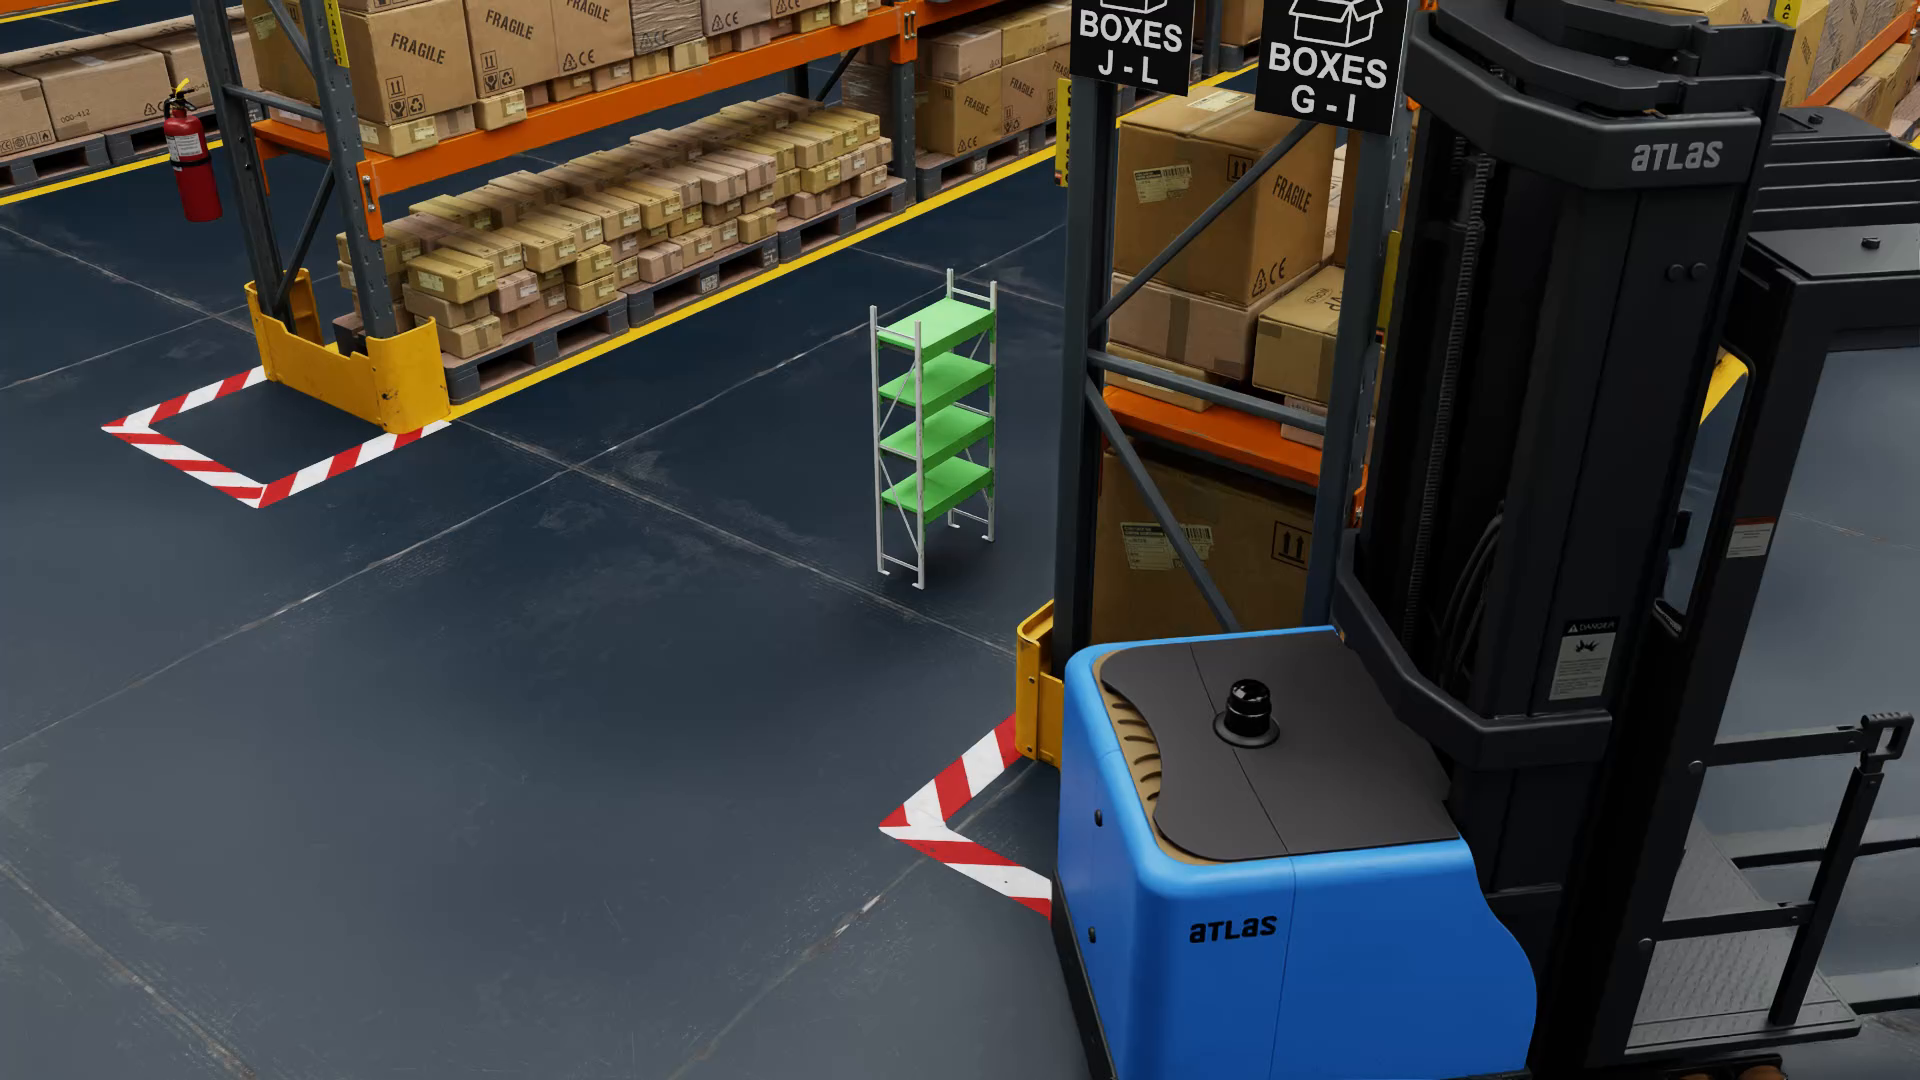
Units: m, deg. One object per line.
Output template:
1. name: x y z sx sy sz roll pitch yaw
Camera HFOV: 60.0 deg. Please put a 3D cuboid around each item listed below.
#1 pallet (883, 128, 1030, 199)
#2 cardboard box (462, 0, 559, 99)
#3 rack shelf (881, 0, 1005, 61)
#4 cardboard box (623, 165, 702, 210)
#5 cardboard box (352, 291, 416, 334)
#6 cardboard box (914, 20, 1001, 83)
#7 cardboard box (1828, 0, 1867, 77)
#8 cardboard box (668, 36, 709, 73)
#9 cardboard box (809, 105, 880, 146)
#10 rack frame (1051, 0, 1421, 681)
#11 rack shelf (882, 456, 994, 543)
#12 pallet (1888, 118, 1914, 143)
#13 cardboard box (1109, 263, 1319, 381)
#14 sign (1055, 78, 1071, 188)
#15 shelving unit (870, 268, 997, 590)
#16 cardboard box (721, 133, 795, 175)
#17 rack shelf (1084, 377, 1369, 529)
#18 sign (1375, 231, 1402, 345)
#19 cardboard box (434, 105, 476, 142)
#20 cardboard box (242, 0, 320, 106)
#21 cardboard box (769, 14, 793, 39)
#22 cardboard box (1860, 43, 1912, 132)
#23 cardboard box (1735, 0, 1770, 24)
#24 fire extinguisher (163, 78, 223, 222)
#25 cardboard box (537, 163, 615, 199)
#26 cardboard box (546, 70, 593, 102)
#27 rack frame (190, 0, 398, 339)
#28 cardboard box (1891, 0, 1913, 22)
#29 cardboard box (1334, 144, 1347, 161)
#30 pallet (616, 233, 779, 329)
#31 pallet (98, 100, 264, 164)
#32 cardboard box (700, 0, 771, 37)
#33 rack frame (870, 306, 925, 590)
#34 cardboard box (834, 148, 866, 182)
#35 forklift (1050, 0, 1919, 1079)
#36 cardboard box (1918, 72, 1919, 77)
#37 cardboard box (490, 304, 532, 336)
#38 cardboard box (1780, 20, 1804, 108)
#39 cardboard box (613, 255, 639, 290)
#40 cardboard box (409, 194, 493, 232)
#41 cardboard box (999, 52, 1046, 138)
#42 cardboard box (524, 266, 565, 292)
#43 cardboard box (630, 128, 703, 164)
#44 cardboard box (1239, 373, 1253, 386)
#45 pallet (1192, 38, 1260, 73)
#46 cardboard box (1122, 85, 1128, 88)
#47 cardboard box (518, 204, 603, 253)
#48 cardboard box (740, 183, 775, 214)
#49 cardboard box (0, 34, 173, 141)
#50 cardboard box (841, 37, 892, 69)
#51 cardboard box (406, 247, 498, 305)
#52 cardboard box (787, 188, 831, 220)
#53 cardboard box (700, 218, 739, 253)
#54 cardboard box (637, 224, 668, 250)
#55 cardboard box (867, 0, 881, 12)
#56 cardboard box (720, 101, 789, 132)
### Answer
1. pallet: -0.254 -2.753 11.688 1.003 0.211 1.213 21 37 31
2. cardboard box: -2.343 -2.503 8.142 0.500 0.500 0.500 21 37 31
3. rack shelf: 0.484 -4.139 11.997 1.077 0.370 4.000 21 37 31
4. cardboard box: -1.696 -2.001 9.485 0.380 0.149 0.250 21 37 31
5. cardboard box: -2.986 -1.242 8.788 0.380 0.149 0.250 22 37 32
6. cardboard box: -0.066 -3.282 11.151 0.500 0.250 0.500 19 36 29
7. cardboard box: 4.560 -2.840 9.003 0.500 0.500 0.500 22 37 32
8. cardboard box: -1.595 -2.682 9.079 0.380 0.149 0.250 22 37 32
9. cardboard box: -0.730 -2.621 10.531 0.380 0.149 0.250 22 37 33
10. rack frame: 0.756 -0.442 5.054 1.000 3.000 0.127 21 37 31
11. rack shelf: -0.100 -0.187 6.986 0.258 0.148 0.480 21 37 31
12. pallet: 6.058 -2.811 11.787 1.003 0.211 1.213 21 37 31
13. cardboard box: 0.837 -0.784 5.486 0.500 0.250 0.500 20 36 31
14. sign: 0.332 -1.215 4.989 0.100 0.325 0.005 21 37 31
15. shelving unit: -0.100 -0.449 6.831 0.258 1.200 0.503 21 37 31
16. cardboard box: -1.216 -2.320 10.023 0.380 0.149 0.250 22 37 33
17. rack shelf: 1.963 -0.945 6.609 1.077 0.370 4.000 21 37 31
18. sign: 1.195 -0.675 4.520 0.100 0.325 0.005 21 37 31
19. cardboard box: -2.560 -2.048 8.011 0.380 0.149 0.250 23 37 33
20. cardboard box: -3.071 -2.442 8.039 0.500 0.500 0.500 22 37 32
21. cardboard box: -1.197 -3.027 9.662 0.380 0.149 0.250 20 36 30
22. cardboard box: 5.152 -2.686 10.513 1.225 0.875 0.875 19 36 29
23. cardboard box: 3.106 -2.185 7.114 0.500 0.500 0.500 22 37 33
24. fire extinguisher: -3.658 -1.855 7.880 0.296 0.674 0.183 21 37 31
25. cardboard box: -2.195 -2.027 9.528 0.380 0.149 0.250 20 36 30
26. cardboard box: -2.124 -2.392 8.590 0.380 0.149 0.250 21 36 31
27. rack frame: -3.138 -2.009 7.699 1.000 3.000 0.127 21 37 31
28. cardboard box: 5.485 -3.460 10.048 0.500 0.500 0.500 22 37 33
29. cardboard box: 1.762 -1.410 6.542 0.500 0.250 0.500 21 37 31
30. pallet: -1.836 -1.654 9.834 1.003 0.211 1.213 21 37 31
31. pallet: -5.988 -3.135 12.333 1.003 0.211 1.213 21 37 31
32. cardboard box: -1.405 -3.110 9.166 0.500 0.500 0.500 21 37 31
33. rack frame: -0.247 -0.350 6.663 0.240 1.200 0.015 21 37 31
34. cardboard box: -0.813 -2.378 10.413 0.380 0.149 0.250 19 36 29
35. forklift: 1.838 0.091 4.222 3.031 2.935 1.130 -4 31 -7
36. cardboard box: 7.309 -4.002 13.082 0.700 0.500 0.500 21 36 31
37. cardboard box: -2.473 -1.210 8.734 0.380 0.149 0.250 21 37 31
38. cardboard box: 3.647 -2.221 7.957 0.500 0.500 0.500 21 37 31
39. cardboard box: -2.009 -1.516 9.250 0.380 0.149 0.250 21 37 31
40. cardboard box: -2.768 -1.742 9.047 0.380 0.149 0.250 20 36 30
41. cardboard box: 0.253 -3.175 11.705 0.500 0.500 0.500 23 38 33
42. cardboard box: -2.329 -1.446 8.841 0.380 0.149 0.250 22 37 32
43. cardboard box: -1.781 -2.366 10.101 0.380 0.149 0.250 22 37 32
44. cardboard box: 0.864 -0.686 5.712 0.380 0.149 0.250 22 37 32
45. pallet: 2.228 -4.359 14.398 1.003 0.211 1.213 21 37 31
46. cardboard box: 1.186 -3.809 12.774 0.500 0.500 0.500 23 38 33
47. cardboard box: -2.142 -1.666 8.921 0.380 0.149 0.250 19 36 29
48. cardboard box: -1.329 -2.082 9.914 0.380 0.149 0.250 22 37 32
49. cardboard box: -6.281 -3.244 11.883 0.875 0.438 0.875 22 37 33
50. cardboard box: -0.475 -3.444 11.423 0.500 0.250 0.500 20 36 30
51. cardboard box: -2.550 -1.328 8.350 0.380 0.149 0.250 19 36 29
52. cardboard box: -1.020 -2.118 10.266 0.380 0.149 0.250 20 36 30
53. cardboard box: -1.524 -1.819 9.762 0.380 0.149 0.250 22 37 32
54. cardboard box: -1.873 -1.777 9.399 0.380 0.149 0.250 23 38 34
55. cardboard box: -0.709 -3.339 10.189 0.380 0.149 0.250 21 36 31
56. cardboard box: -1.310 -2.676 10.623 0.380 0.149 0.250 23 38 34
